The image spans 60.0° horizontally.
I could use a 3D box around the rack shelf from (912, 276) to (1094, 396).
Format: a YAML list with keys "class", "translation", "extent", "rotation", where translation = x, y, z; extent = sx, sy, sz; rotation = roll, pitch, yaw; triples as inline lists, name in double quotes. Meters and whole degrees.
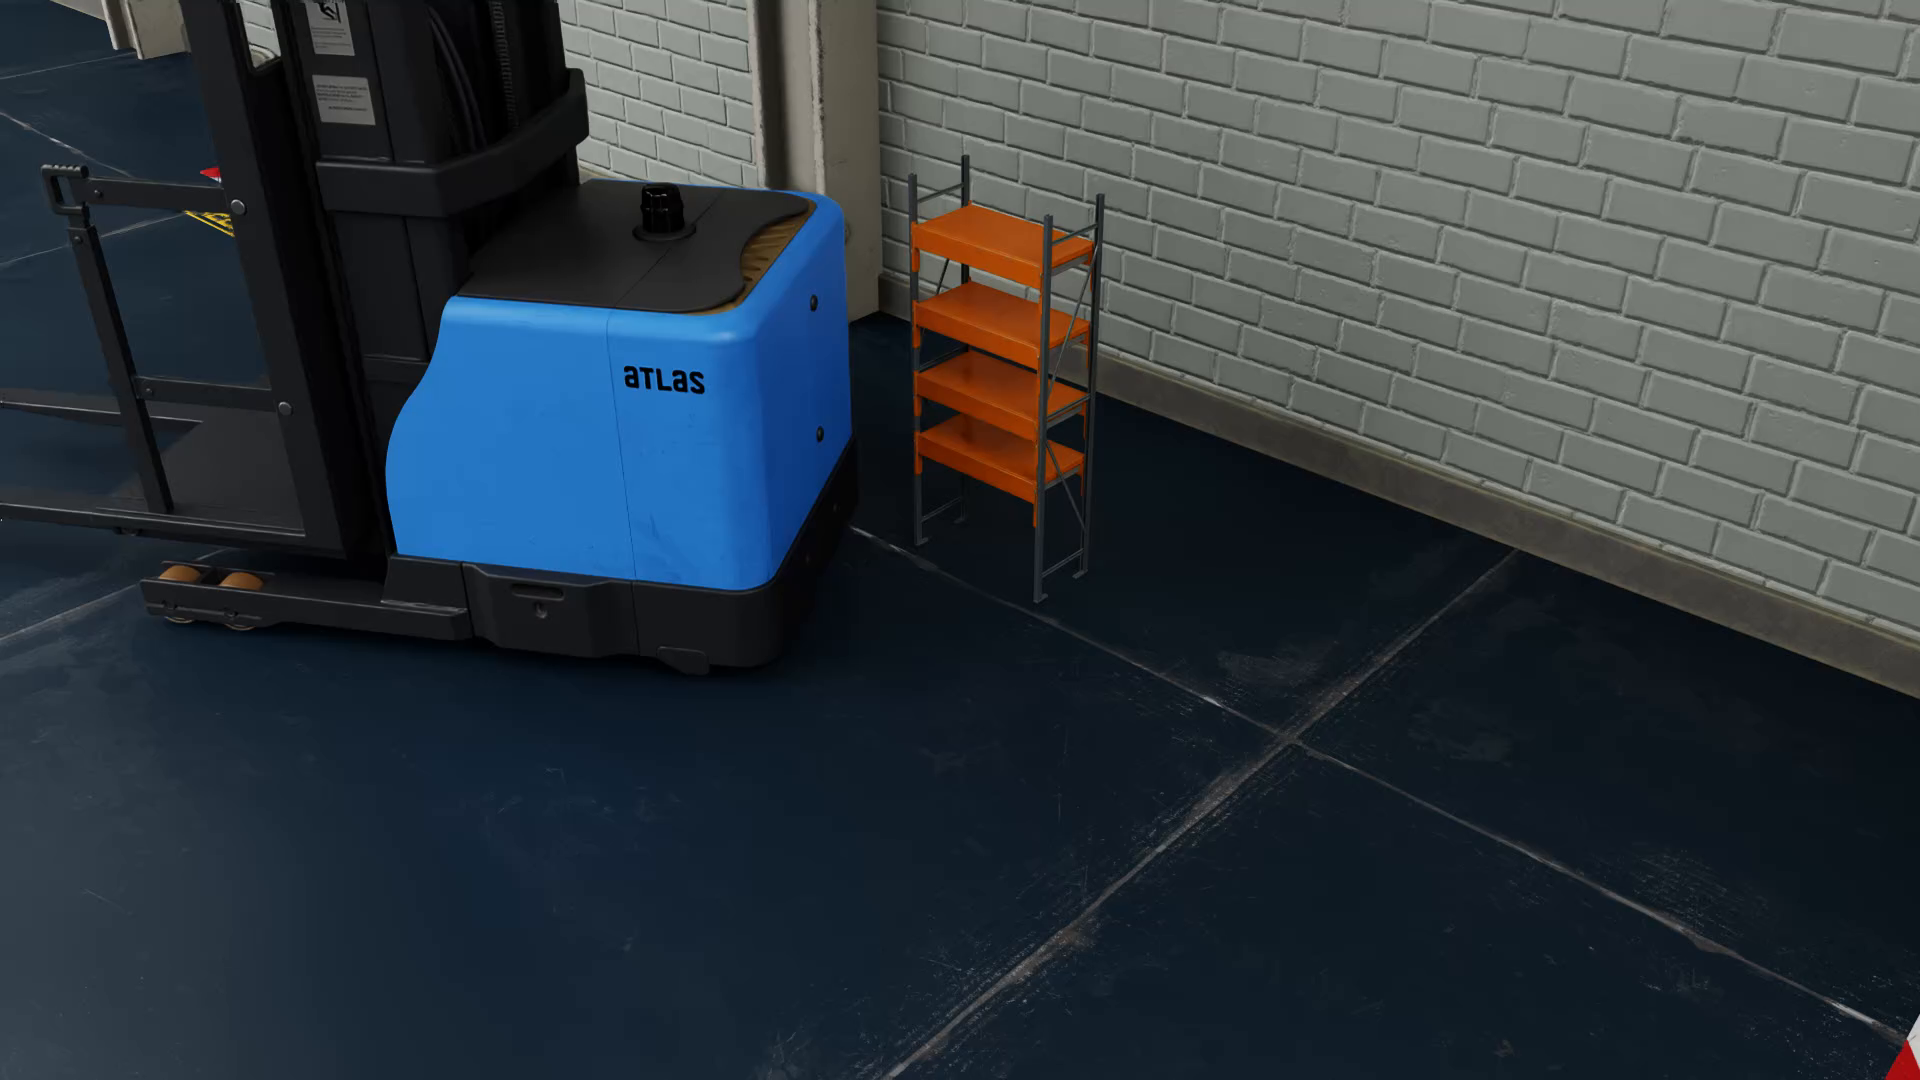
- class: "rack shelf"
  translation: [0.123, -0.591, 4.765]
  extent: [0.480, 0.148, 0.258]
  rotation: [25, 39, 35]

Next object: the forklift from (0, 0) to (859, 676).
- class: "forklift"
  translation: [-1.893, -1.253, 4.490]
  extent: [3.031, 2.935, 1.130]
  rotation: [6, 32, 10]

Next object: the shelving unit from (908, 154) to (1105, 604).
- class: "shelving unit"
  translation: [0.123, -0.457, 4.845]
  extent: [0.503, 1.200, 0.258]
  rotation: [25, 39, 35]

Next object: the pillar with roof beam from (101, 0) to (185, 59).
- class: "pillar with roof beam"
  translation: [-7.896, -5.252, 5.249]
  extent: [0.400, 9.000, 9.100]
  rotation: [25, 39, 35]

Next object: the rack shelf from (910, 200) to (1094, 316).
- class: "rack shelf"
  translation: [0.123, -0.793, 4.643]
  extent: [0.480, 0.148, 0.258]
  rotation: [25, 39, 35]

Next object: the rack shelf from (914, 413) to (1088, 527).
- class: "rack shelf"
  translation: [0.123, -0.229, 4.982]
  extent: [0.480, 0.148, 0.258]
  rotation: [25, 39, 35]

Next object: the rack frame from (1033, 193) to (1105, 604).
- class: "rack frame"
  translation: [0.304, -0.372, 4.705]
  extent: [0.015, 1.200, 0.240]
  rotation: [25, 39, 35]

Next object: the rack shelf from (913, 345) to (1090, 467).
- class: "rack shelf"
  translation: [0.123, -0.399, 4.880]
  extent: [0.480, 0.148, 0.258]
  rotation: [25, 39, 35]

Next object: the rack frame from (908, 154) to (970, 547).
- class: "rack frame"
  translation: [-0.058, -0.541, 4.986]
  extent: [0.015, 1.200, 0.240]
  rotation: [25, 39, 35]

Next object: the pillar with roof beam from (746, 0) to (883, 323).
- class: "pillar with roof beam"
  translation: [-3.447, -3.175, 1.800]
  extent: [0.400, 9.000, 9.100]
  rotation: [25, 39, 35]
